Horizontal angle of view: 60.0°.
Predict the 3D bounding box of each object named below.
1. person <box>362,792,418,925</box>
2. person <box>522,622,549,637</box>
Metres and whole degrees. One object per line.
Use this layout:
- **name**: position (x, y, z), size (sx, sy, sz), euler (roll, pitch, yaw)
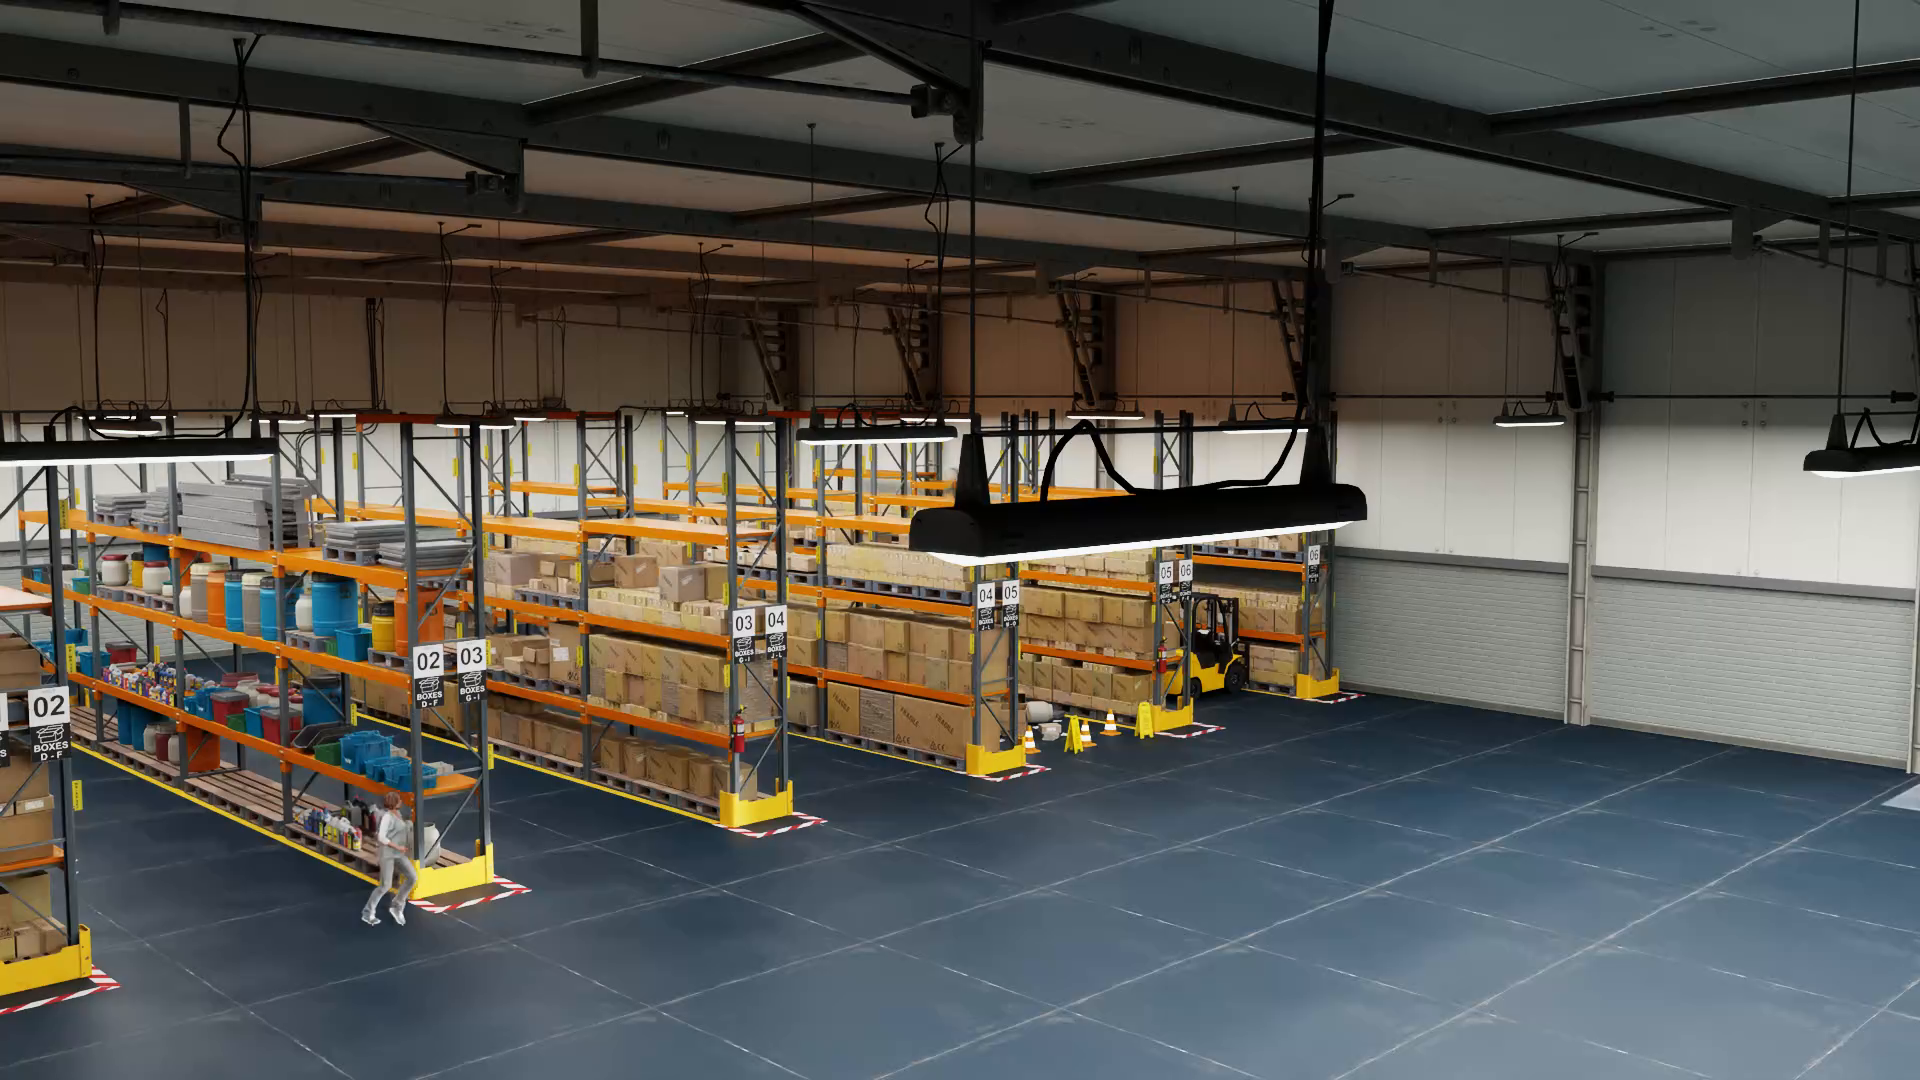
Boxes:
- **person**: position (-6.830, 3.816, 20.000), size (0.609, 1.584, 0.599), euler (1, 5, 7)
- **person**: position (-10.523, 1.896, 41.022), size (0.833, 1.797, 0.745), euler (1, 5, 10)
